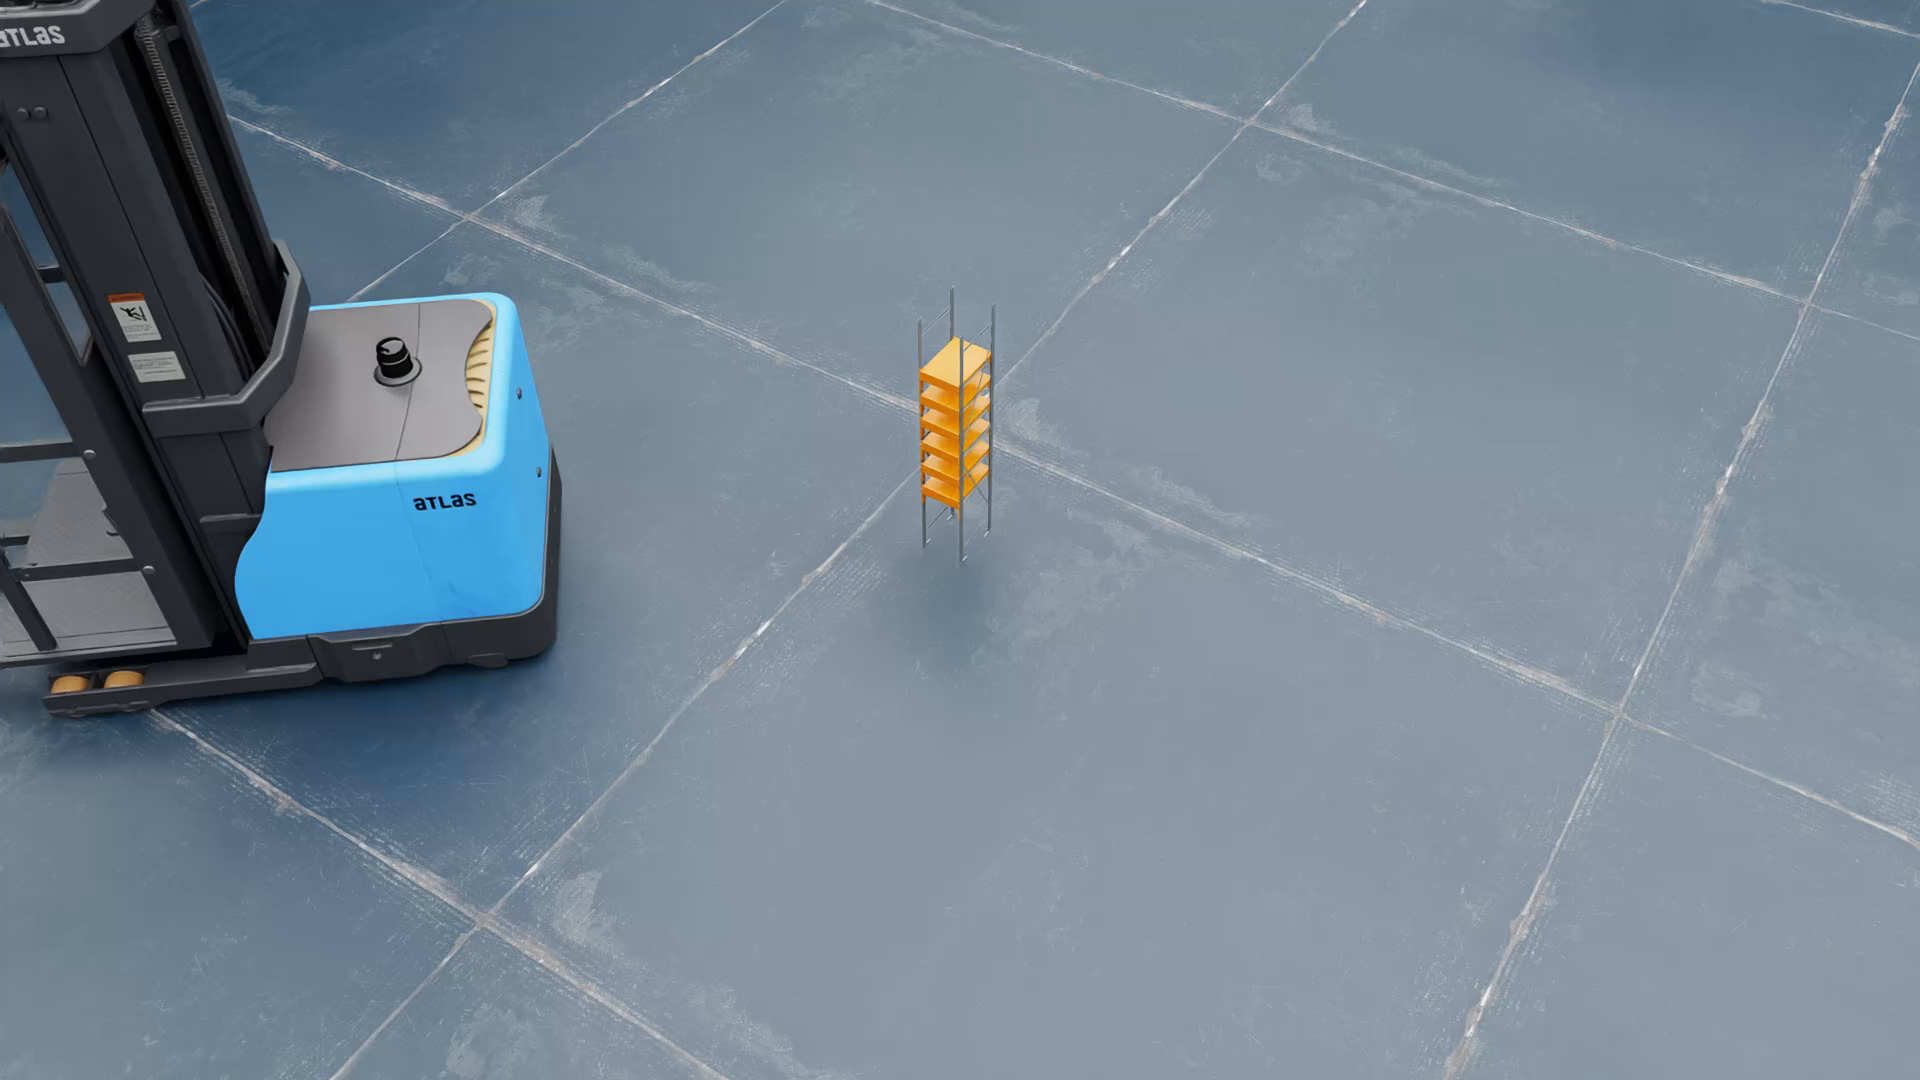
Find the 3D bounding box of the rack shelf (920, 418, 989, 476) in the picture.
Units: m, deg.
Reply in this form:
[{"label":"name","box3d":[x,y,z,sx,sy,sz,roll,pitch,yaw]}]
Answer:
[{"label":"rack shelf","box3d":[-0.012,-0.393,6.579,0.180,0.103,0.258,25,51,22]}]

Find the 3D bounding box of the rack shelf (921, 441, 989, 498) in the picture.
[{"label":"rack shelf","box3d":[-0.012,-0.309,6.665,0.180,0.103,0.258,25,51,22]}]

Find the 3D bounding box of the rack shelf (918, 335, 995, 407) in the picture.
[{"label":"rack shelf","box3d":[-0.012,-0.644,6.321,0.180,0.103,0.258,25,51,22]}]

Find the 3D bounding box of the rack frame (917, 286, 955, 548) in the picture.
[{"label":"rack frame","box3d":[-0.089,-0.459,6.581,0.006,1.200,0.240,25,51,22]}]

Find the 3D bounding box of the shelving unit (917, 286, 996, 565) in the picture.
[{"label":"shelving unit","box3d":[-0.012,-0.424,6.547,0.189,1.200,0.258,25,51,22]}]

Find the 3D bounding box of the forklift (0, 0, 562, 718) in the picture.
[{"label":"forklift","box3d":[-3.142,-0.755,5.662,3.031,2.935,1.130,-6,46,-5]}]

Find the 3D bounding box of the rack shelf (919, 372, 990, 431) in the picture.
[{"label":"rack shelf","box3d":[-0.012,-0.560,6.407,0.180,0.103,0.258,25,51,22]}]

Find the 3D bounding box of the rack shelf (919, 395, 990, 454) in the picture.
[{"label":"rack shelf","box3d":[-0.012,-0.476,6.493,0.180,0.103,0.258,25,51,22]}]

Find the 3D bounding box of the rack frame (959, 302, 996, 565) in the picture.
[{"label":"rack frame","box3d":[0.065,-0.388,6.513,0.006,1.200,0.240,25,51,22]}]

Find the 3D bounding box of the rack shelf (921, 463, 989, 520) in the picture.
[{"label":"rack shelf","box3d":[-0.012,-0.226,6.751,0.180,0.103,0.258,25,51,22]}]
